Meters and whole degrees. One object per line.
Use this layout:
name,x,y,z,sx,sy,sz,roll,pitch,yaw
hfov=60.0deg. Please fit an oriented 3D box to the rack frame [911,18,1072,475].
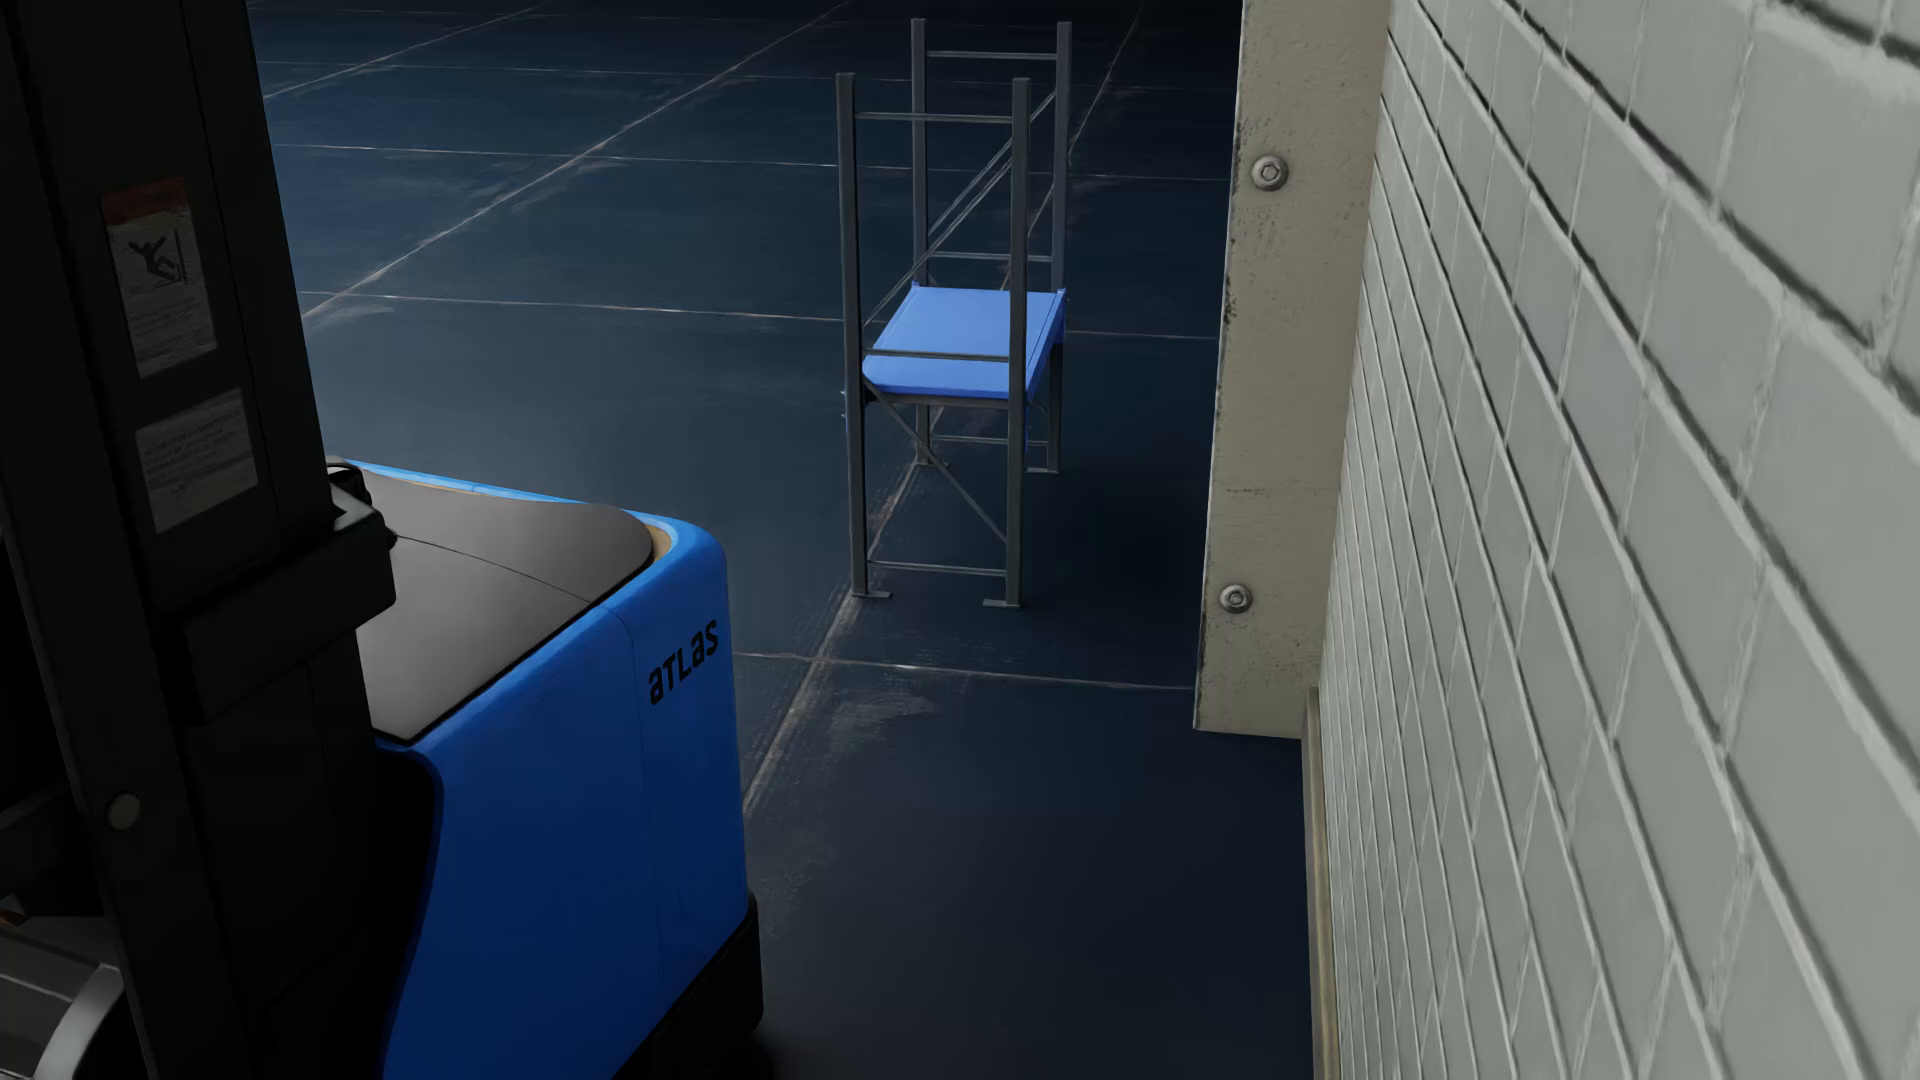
rack frame,0.097,-0.928,5.462,0.500,1.500,0.032,4,25,9

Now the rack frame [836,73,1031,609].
rack frame,-0.069,-0.502,4.554,0.500,1.500,0.032,4,25,9

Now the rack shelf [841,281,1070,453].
rack shelf,0.014,-0.552,5.085,0.538,0.185,1.000,4,25,9

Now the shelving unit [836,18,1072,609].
shelving unit,0.014,-0.715,5.008,0.538,1.500,1.048,4,25,9

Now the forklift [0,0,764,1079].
forklift,-1.403,0.120,1.537,1.130,2.935,3.031,10,27,20

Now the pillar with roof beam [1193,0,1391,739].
pillar with roof beam,-3.471,-3.965,3.106,9.100,9.000,0.400,4,25,9
